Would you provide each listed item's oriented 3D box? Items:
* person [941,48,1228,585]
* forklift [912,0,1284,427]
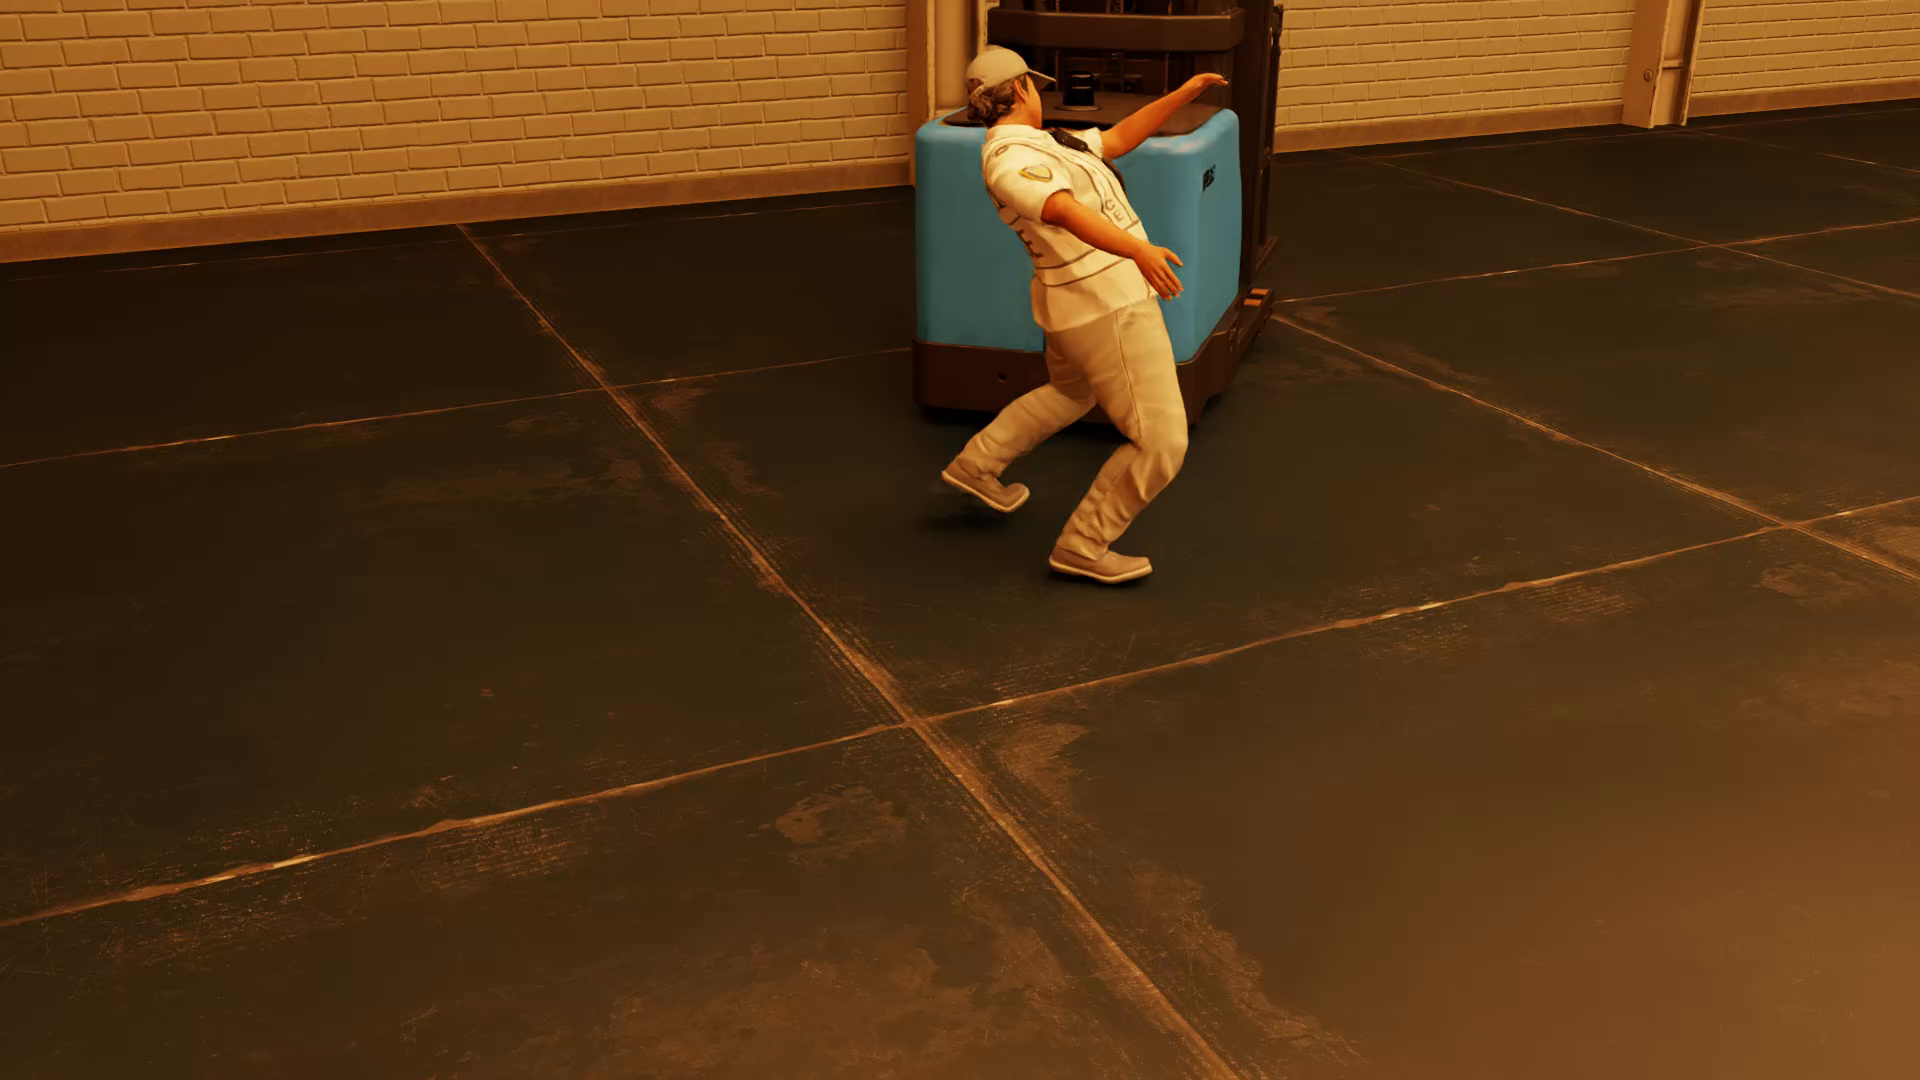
[{"bbox_3d":[0.391,-0.600,4.643,0.724,1.441,0.975,-4,23,-9],"label":"person"},{"bbox_3d":[0.770,-2.277,6.767,1.130,2.935,3.031,7,24,17],"label":"forklift"}]
